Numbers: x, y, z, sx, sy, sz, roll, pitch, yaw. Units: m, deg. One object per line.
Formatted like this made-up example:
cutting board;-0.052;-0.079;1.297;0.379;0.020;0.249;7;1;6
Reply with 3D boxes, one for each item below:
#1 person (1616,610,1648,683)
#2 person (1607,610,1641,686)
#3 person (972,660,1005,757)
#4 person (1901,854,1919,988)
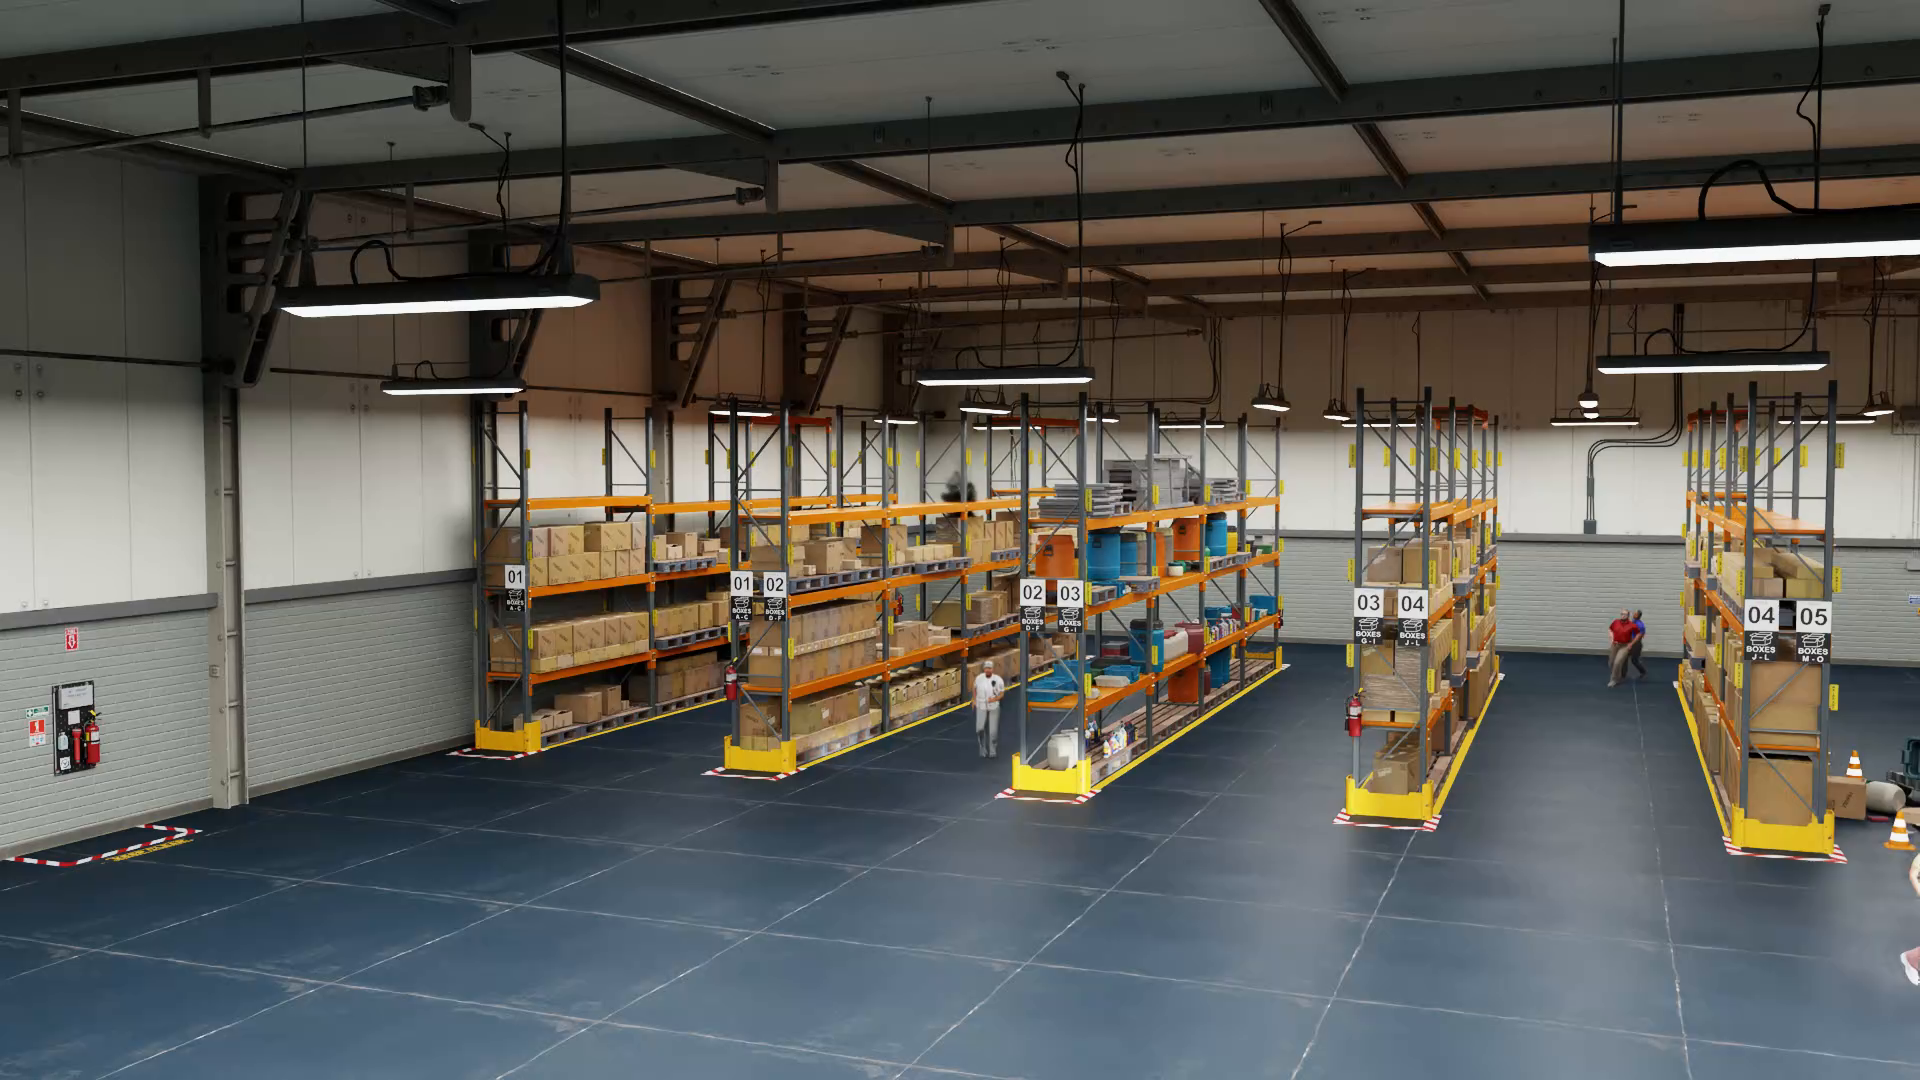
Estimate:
person;15.150;2.380;37.251;0.809;1.662;0.595;-1;3;-17
person;14.676;2.384;36.797;0.713;1.696;0.746;2;4;41
person;0.465;2.823;27.791;0.576;1.631;0.712;0;3;9
person;9.160;3.428;15.572;0.594;1.639;0.540;-2;3;-34
